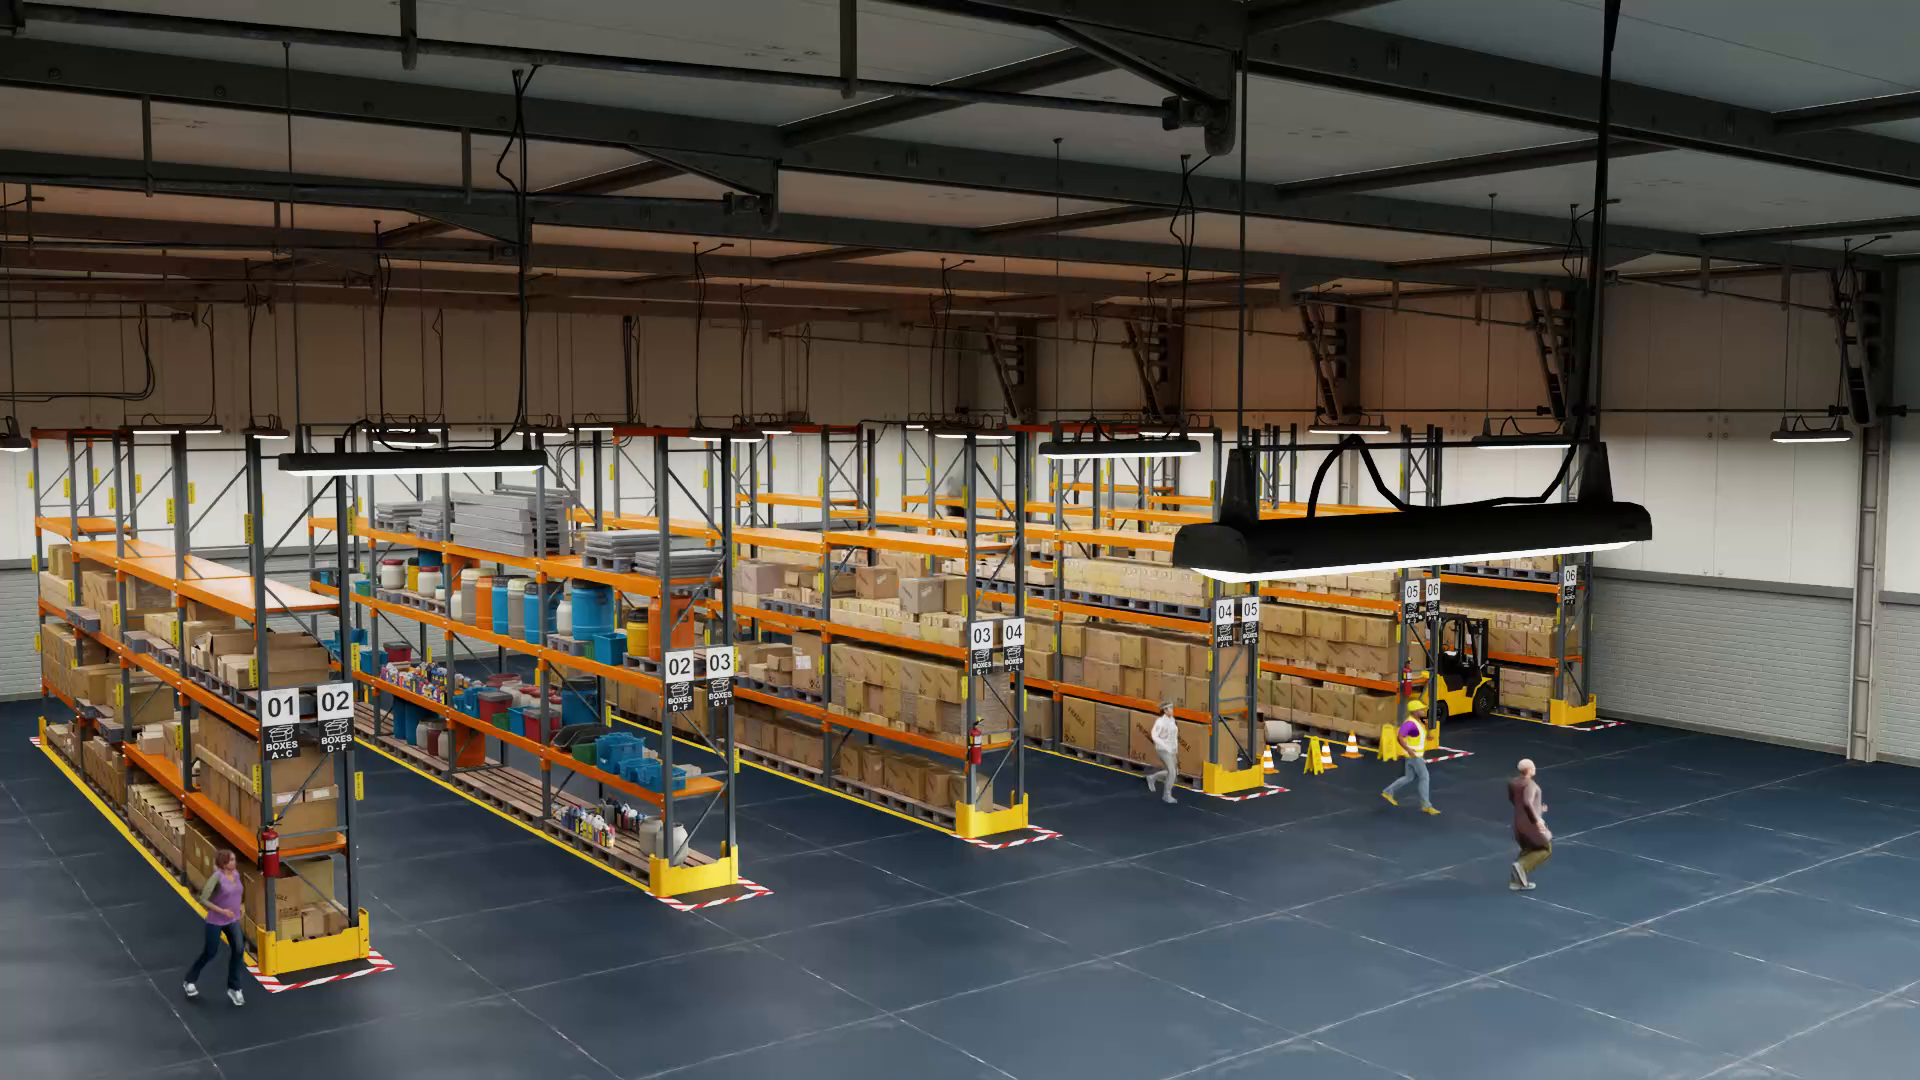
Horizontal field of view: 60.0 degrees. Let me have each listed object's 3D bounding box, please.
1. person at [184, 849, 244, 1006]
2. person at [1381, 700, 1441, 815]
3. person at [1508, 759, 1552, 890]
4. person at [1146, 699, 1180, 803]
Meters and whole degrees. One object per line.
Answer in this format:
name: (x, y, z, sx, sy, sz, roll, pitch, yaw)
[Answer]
person: (-7.919, 4.136, 17.903, 0.773, 1.611, 0.609, 2, 5, 26)
person: (7.105, 3.395, 26.136, 0.915, 1.780, 0.682, 1, 5, 13)
person: (7.510, 3.741, 21.888, 0.626, 1.733, 0.700, -1, 5, -14)
person: (3.305, 3.406, 26.988, 0.595, 1.667, 0.651, 3, 6, 37)
